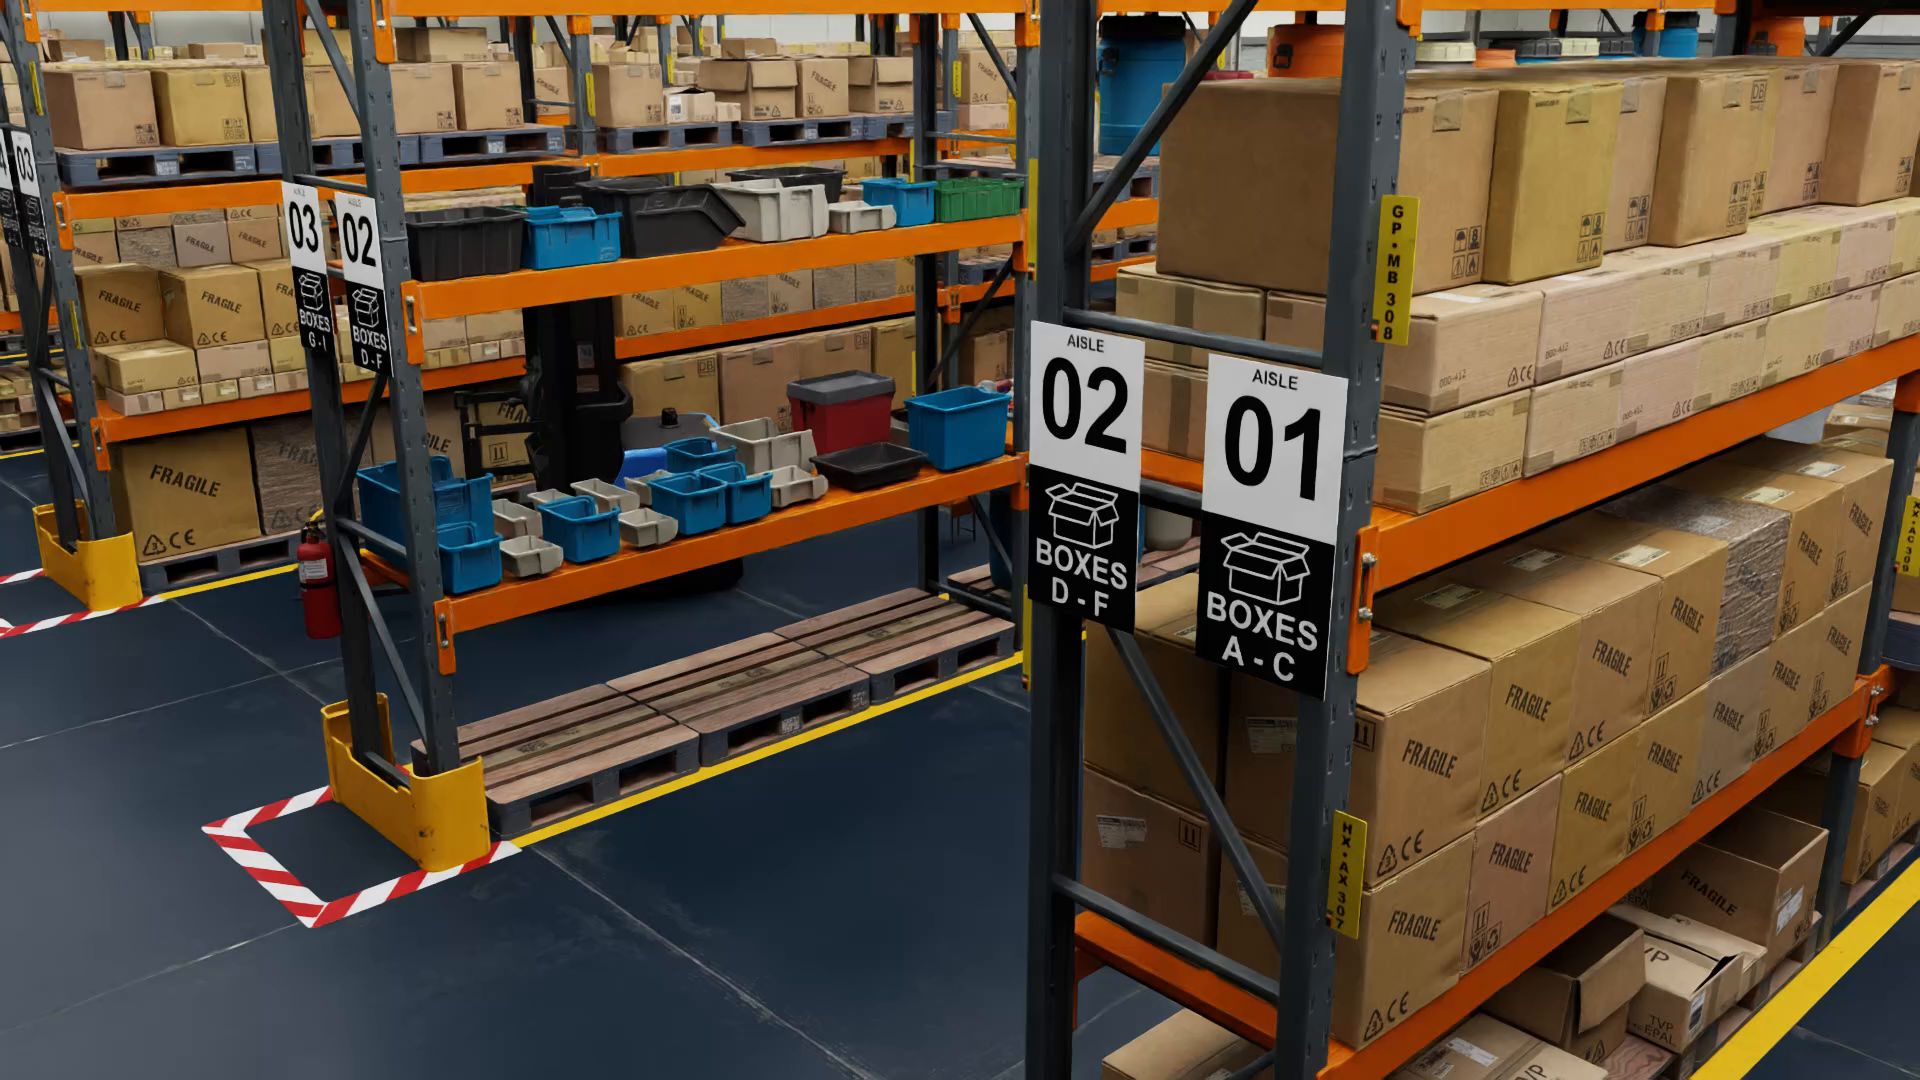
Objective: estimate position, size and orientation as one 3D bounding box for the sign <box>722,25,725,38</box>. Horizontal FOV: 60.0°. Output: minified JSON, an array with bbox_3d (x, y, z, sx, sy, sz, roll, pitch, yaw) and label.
[{"bbox_3d":[-4.450,-9.505,31.268,0.005,0.325,0.100,-16,24,-41],"label":"sign"}]

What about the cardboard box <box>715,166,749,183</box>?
[{"bbox_3d":[-3.039,-4.648,20.675,0.500,0.500,0.700,-17,24,-42],"label":"cardboard box"}]

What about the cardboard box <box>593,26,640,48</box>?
[{"bbox_3d":[-6.231,-9.084,30.266,0.637,0.503,0.797,-15,23,-39],"label":"cardboard box"}]

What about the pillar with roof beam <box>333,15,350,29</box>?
[{"bbox_3d":[-7.340,-8.492,24.584,0.400,9.000,9.100,-16,24,-41],"label":"pillar with roof beam"}]

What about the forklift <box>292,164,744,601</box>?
[{"bbox_3d":[-3.129,-1.043,11.450,3.031,2.935,1.130,-6,19,-19],"label":"forklift"}]

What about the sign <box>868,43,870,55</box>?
[{"bbox_3d":[-1.214,-6.607,22.669,0.005,0.325,0.100,-16,24,-41],"label":"sign"}]

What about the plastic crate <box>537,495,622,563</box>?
[{"bbox_3d":[-1.930,-0.054,8.461,0.300,0.233,0.416,-16,24,-41],"label":"plastic crate"}]

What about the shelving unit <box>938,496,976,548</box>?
[{"bbox_3d":[-0.039,-0.488,12.788,0.252,1.050,0.215,-16,24,-41],"label":"shelving unit"}]

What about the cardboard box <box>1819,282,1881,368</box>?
[{"bbox_3d":[2.952,-0.813,6.008,0.500,0.250,0.500,-16,24,-41],"label":"cardboard box"}]

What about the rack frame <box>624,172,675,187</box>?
[{"bbox_3d":[-3.738,-3.925,20.226,0.127,3.000,1.000,-16,24,-41],"label":"rack frame"}]

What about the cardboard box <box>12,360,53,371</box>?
[{"bbox_3d":[-9.018,-1.649,16.184,0.250,0.149,0.380,-17,25,-42],"label":"cardboard box"}]

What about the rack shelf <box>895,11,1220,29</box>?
[{"bbox_3d":[1.049,-5.537,17.287,4.000,0.370,1.077,-16,24,-41],"label":"rack shelf"}]

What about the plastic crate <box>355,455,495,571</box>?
[{"bbox_3d":[-2.699,-0.145,8.413,0.499,0.435,0.616,-16,24,-41],"label":"plastic crate"}]

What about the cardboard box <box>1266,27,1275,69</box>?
[{"bbox_3d":[4.145,-6.087,20.576,0.500,0.500,0.500,-16,24,-41],"label":"cardboard box"}]

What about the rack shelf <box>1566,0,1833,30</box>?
[{"bbox_3d":[7.359,-5.275,16.477,4.000,0.370,1.077,-16,24,-41],"label":"rack shelf"}]

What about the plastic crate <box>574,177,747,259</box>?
[{"bbox_3d":[-1.515,-1.646,8.436,0.767,0.338,0.504,-16,24,-41],"label":"plastic crate"}]

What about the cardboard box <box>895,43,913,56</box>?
[{"bbox_3d":[-0.650,-6.679,22.774,0.500,0.250,0.500,-17,24,-41],"label":"cardboard box"}]

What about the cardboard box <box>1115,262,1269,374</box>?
[{"bbox_3d":[0.785,-0.635,4.649,0.500,0.250,0.500,-16,24,-41],"label":"cardboard box"}]

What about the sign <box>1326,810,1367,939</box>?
[{"bbox_3d":[0.960,0.834,4.146,0.005,0.325,0.100,-16,24,-41],"label":"sign"}]

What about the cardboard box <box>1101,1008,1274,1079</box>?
[{"bbox_3d":[0.812,1.934,5.497,0.500,0.500,0.500,-16,24,-41],"label":"cardboard box"}]

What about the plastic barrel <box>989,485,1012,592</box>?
[{"bbox_3d":[0.500,-0.147,11.297,0.708,0.901,0.600,-16,24,-41],"label":"plastic barrel"}]

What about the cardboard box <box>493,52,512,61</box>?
[{"bbox_3d":[-6.517,-6.686,23.716,0.500,0.500,0.700,-16,24,-41],"label":"cardboard box"}]

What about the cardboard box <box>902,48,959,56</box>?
[{"bbox_3d":[-0.229,-4.661,16.662,0.500,0.500,0.500,-15,24,-39],"label":"cardboard box"}]

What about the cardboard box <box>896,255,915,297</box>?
[{"bbox_3d":[-0.592,-2.679,16.223,0.500,0.500,0.500,-15,23,-39],"label":"cardboard box"}]

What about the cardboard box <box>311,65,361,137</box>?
[{"bbox_3d":[-4.709,-3.295,12.415,0.500,0.500,0.700,-15,23,-38],"label":"cardboard box"}]

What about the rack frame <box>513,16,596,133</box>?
[{"bbox_3d":[-3.310,-4.798,13.193,0.127,3.000,1.000,-16,24,-41],"label":"rack frame"}]

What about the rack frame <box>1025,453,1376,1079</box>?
[{"bbox_3d":[0.587,1.124,4.654,0.127,3.000,1.000,-16,24,-41],"label":"rack frame"}]

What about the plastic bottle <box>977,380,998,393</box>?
[{"bbox_3d":[0.157,-0.931,11.195,0.135,0.276,0.152,-16,24,-41],"label":"plastic bottle"}]

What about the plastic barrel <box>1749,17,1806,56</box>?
[{"bbox_3d":[8.546,-5.077,17.538,0.708,0.830,0.600,-16,24,-41],"label":"plastic barrel"}]

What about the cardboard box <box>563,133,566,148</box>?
[{"bbox_3d":[-5.971,-5.671,24.287,0.500,0.500,0.500,-16,24,-40],"label":"cardboard box"}]

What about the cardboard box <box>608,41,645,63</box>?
[{"bbox_3d":[-3.854,-5.619,19.186,0.258,0.266,0.396,-16,24,-41],"label":"cardboard box"}]

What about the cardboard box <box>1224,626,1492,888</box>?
[{"bbox_3d":[1.090,0.566,4.592,0.500,0.500,0.500,-15,23,-39],"label":"cardboard box"}]

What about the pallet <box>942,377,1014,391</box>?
[{"bbox_3d":[0.165,-1.631,17.672,1.213,0.211,1.003,-16,24,-41],"label":"pallet"}]

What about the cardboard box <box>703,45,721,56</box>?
[{"bbox_3d":[-3.853,-7.541,25.629,0.250,0.149,0.380,-17,24,-42],"label":"cardboard box"}]

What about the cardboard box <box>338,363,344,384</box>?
[{"bbox_3d":[-4.799,-1.251,12.388,0.250,0.149,0.380,-17,24,-41],"label":"cardboard box"}]

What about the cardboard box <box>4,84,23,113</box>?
[{"bbox_3d":[-8.675,-3.969,14.930,0.500,0.250,0.500,-17,24,-41],"label":"cardboard box"}]

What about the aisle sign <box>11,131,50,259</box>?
[{"bbox_3d":[-6.063,-2.251,10.848,0.004,0.787,0.394,-16,24,-41],"label":"aisle sign"}]

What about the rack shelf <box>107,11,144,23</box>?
[{"bbox_3d":[-11.572,-6.063,18.908,4.000,0.370,1.077,-16,24,-41],"label":"rack shelf"}]

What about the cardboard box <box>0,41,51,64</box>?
[{"bbox_3d":[-11.077,-5.595,19.505,0.637,0.503,0.797,-14,23,-37],"label":"cardboard box"}]

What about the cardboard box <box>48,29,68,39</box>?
[{"bbox_3d":[-13.187,-7.314,24.225,0.258,0.266,0.396,-16,24,-41],"label":"cardboard box"}]

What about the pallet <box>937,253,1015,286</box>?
[{"bbox_3d":[0.041,-2.875,17.301,1.003,0.211,1.213,-16,24,-41],"label":"pallet"}]

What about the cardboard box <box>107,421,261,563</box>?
[{"bbox_3d":[-5.807,-0.439,12.240,0.875,0.875,0.875,-16,24,-41],"label":"cardboard box"}]

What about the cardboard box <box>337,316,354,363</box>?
[{"bbox_3d":[-4.566,-1.537,12.623,0.500,0.250,0.500,-17,24,-42],"label":"cardboard box"}]

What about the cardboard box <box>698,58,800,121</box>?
[{"bbox_3d":[-1.874,-4.030,14.839,0.637,0.503,0.797,-17,24,-42],"label":"cardboard box"}]

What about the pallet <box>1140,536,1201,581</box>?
[{"bbox_3d":[1.569,0.078,12.401,1.213,0.211,1.003,-16,24,-41],"label":"pallet"}]

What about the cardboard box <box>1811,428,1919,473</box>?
[{"bbox_3d":[4.447,-0.181,7.836,0.500,0.500,0.700,-12,21,-32],"label":"cardboard box"}]

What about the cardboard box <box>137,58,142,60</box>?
[{"bbox_3d":[-12.110,-7.074,24.641,0.250,0.149,0.380,-16,24,-40],"label":"cardboard box"}]

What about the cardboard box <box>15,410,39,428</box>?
[{"bbox_3d":[-8.816,-1.186,15.722,0.250,0.149,0.380,-16,24,-41],"label":"cardboard box"}]

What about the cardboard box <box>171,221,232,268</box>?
[{"bbox_3d":[-7.542,-2.886,16.377,0.500,0.500,0.500,-16,24,-41],"label":"cardboard box"}]

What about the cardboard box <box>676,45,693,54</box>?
[{"bbox_3d":[-4.226,-7.663,26.007,0.250,0.149,0.380,-16,24,-40],"label":"cardboard box"}]

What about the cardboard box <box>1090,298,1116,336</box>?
[{"bbox_3d":[1.682,-2.438,18.979,0.500,0.500,0.700,-16,24,-41],"label":"cardboard box"}]

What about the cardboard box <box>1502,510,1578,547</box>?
[{"bbox_3d":[1.834,0.118,5.974,0.500,0.500,0.500,-15,23,-39],"label":"cardboard box"}]

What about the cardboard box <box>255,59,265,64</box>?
[{"bbox_3d":[-6.869,-4.674,16.461,0.250,0.149,0.380,-15,24,-39],"label":"cardboard box"}]
